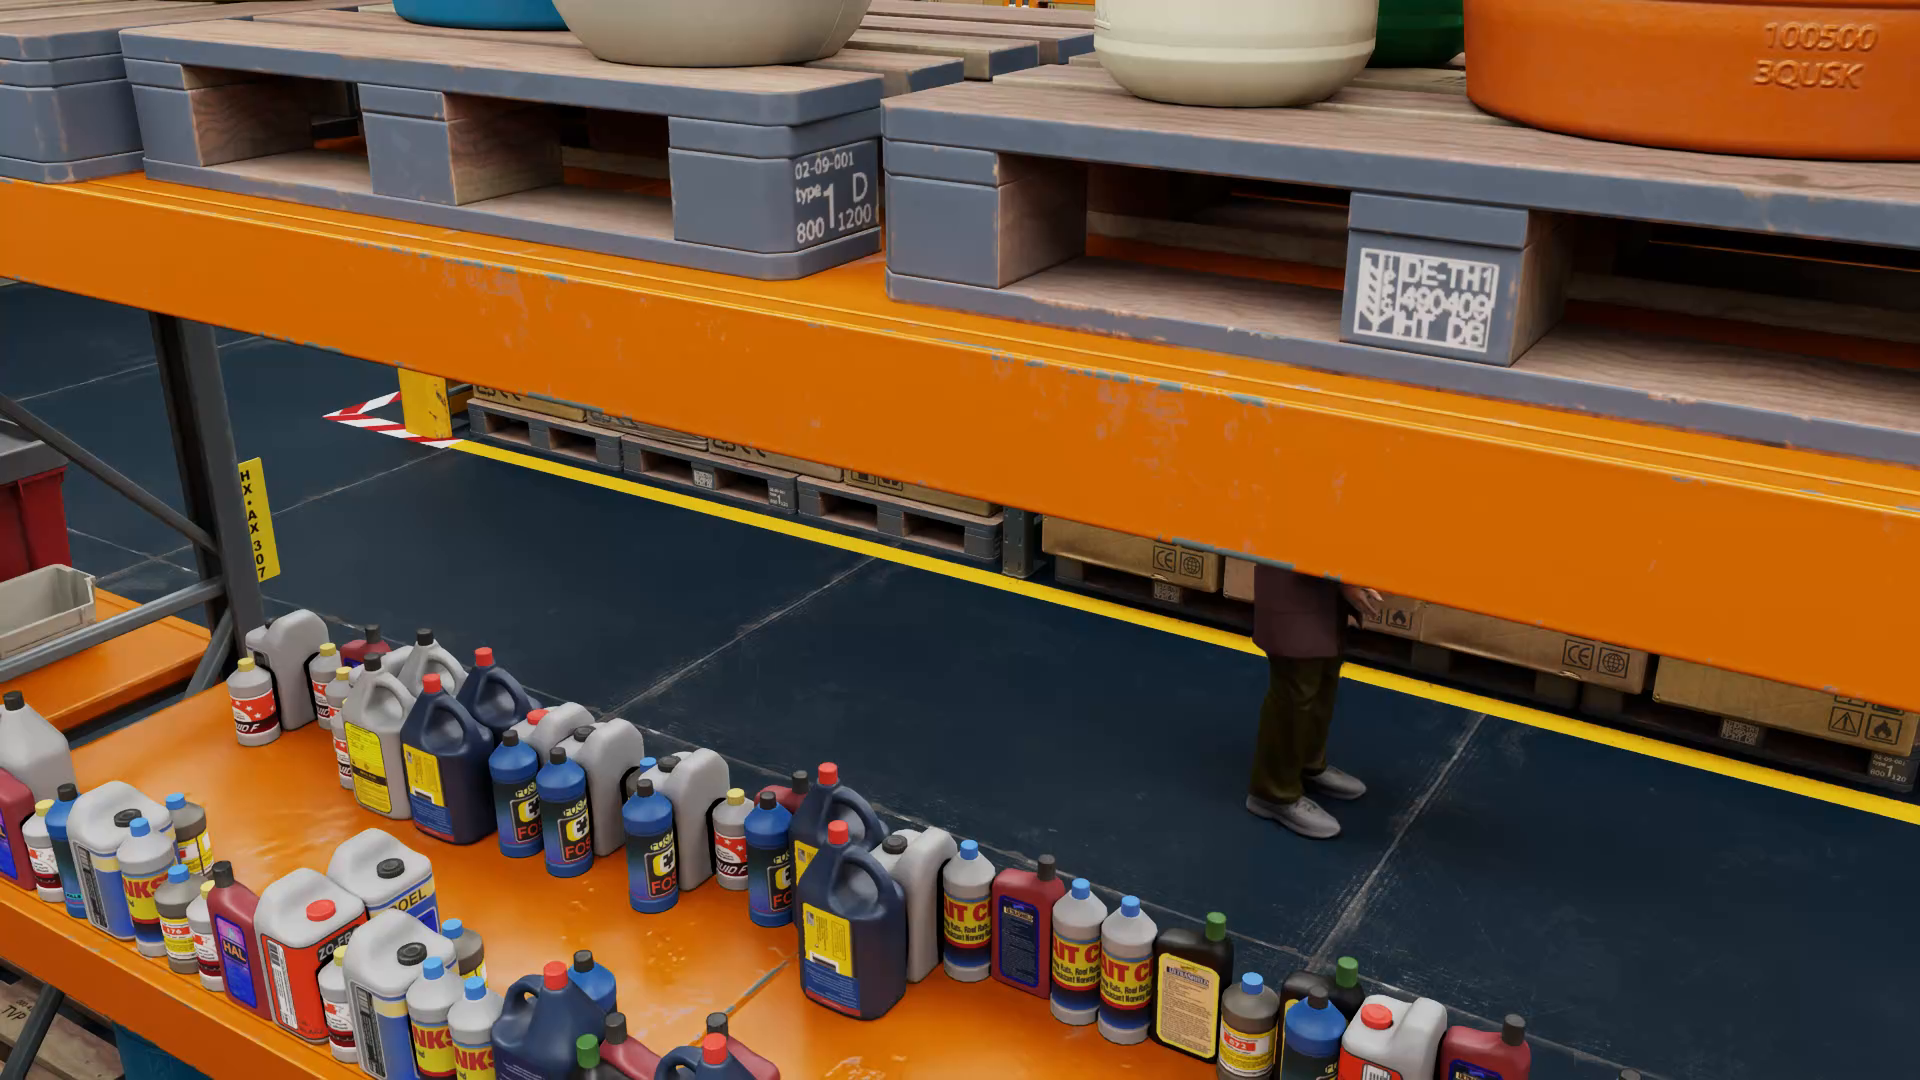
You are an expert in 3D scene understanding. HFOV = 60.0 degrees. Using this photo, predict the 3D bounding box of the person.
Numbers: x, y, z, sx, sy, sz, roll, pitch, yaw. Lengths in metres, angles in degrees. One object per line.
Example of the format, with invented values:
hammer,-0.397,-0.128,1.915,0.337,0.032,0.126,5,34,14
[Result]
person,1.272,0.148,5.756,0.546,1.779,0.544,-20,30,-39
